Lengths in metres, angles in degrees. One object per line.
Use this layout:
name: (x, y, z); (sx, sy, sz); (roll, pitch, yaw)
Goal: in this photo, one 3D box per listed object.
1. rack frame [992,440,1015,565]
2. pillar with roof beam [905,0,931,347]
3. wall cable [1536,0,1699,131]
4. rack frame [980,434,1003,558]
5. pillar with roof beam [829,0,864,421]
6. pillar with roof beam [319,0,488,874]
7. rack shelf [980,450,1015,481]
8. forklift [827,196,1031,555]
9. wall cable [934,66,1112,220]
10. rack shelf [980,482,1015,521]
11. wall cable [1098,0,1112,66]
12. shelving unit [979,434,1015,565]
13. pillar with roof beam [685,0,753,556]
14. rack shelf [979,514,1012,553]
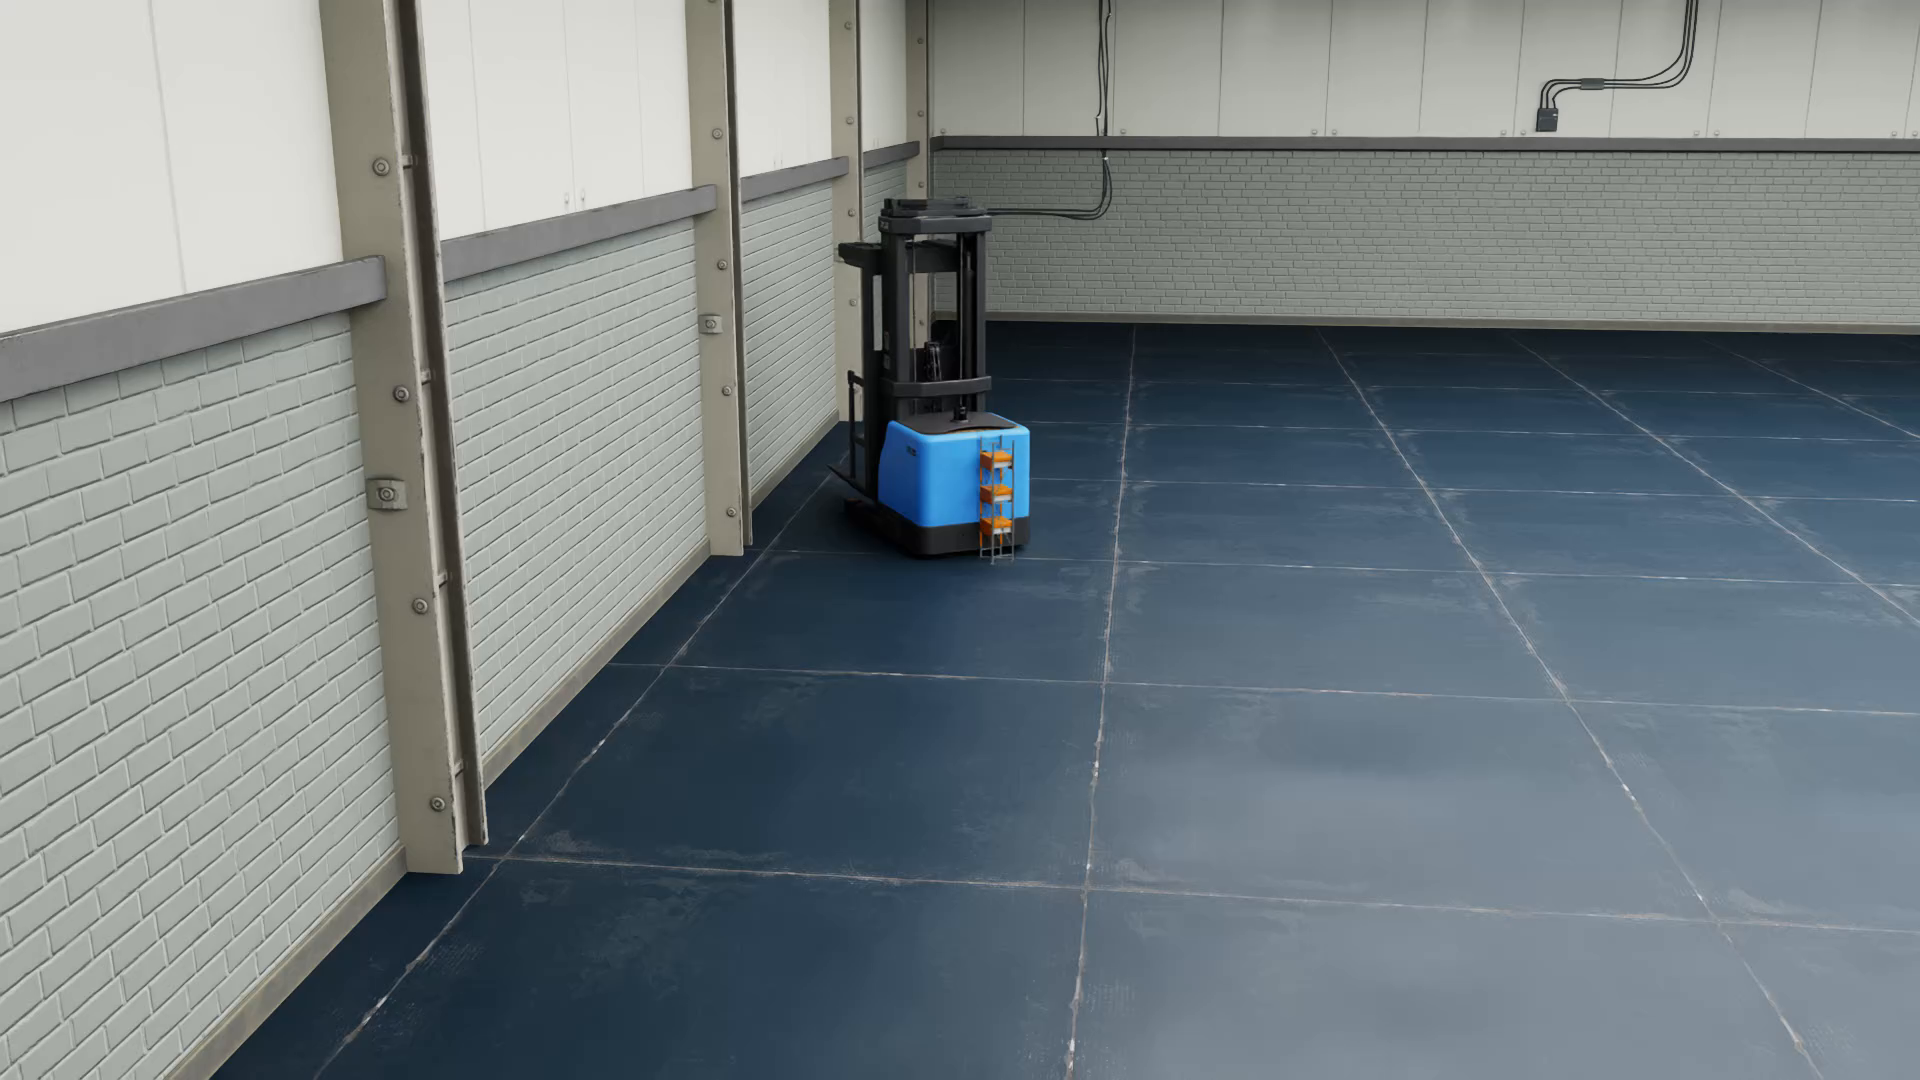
rack frame: (0.357, -0.307, 13.784); (0.200, 1.050, 0.008); (-6, 16, -22)
pillar with roof beam: (3.643, -7.251, 24.238); (9.100, 9.000, 0.400); (2, 15, 6)
wall cable: (10.443, -9.461, 25.896); (2.305, 6.003, 0.169); (2, 15, 6)
rack frame: (0.262, -0.365, 14.001); (0.200, 1.050, 0.008); (-6, 16, -22)
pillar with roof beam: (2.966, -5.695, 18.483); (9.100, 9.000, 0.400); (2, 15, 6)
pillar with roof beam: (1.612, -2.583, 6.973); (9.100, 9.000, 0.400); (2, 15, 6)
rack shelf: (0.309, -0.600, 13.822); (0.215, 0.259, 0.240); (-6, 16, -22)
forklift: (-0.432, -1.628, 15.069); (1.130, 2.935, 3.031); (-6, 16, -22)
wall cable: (1.012, -6.604, 27.794); (3.097, 2.526, 0.112); (2, 15, 6)
rack shelf: (0.309, -0.326, 13.896); (0.215, 0.259, 0.240); (-6, 16, -22)
wall cable: (3.700, -8.962, 26.840); (3.097, 2.526, 0.112); (2, 15, 6)
shelving unit: (0.309, -0.336, 13.893); (0.215, 1.050, 0.252); (-6, 16, -22)
pillar with roof beam: (2.289, -4.139, 12.728); (9.100, 9.000, 0.400); (2, 15, 6)
rack shelf: (0.309, -0.057, 13.968); (0.215, 0.259, 0.240); (-6, 16, -22)
